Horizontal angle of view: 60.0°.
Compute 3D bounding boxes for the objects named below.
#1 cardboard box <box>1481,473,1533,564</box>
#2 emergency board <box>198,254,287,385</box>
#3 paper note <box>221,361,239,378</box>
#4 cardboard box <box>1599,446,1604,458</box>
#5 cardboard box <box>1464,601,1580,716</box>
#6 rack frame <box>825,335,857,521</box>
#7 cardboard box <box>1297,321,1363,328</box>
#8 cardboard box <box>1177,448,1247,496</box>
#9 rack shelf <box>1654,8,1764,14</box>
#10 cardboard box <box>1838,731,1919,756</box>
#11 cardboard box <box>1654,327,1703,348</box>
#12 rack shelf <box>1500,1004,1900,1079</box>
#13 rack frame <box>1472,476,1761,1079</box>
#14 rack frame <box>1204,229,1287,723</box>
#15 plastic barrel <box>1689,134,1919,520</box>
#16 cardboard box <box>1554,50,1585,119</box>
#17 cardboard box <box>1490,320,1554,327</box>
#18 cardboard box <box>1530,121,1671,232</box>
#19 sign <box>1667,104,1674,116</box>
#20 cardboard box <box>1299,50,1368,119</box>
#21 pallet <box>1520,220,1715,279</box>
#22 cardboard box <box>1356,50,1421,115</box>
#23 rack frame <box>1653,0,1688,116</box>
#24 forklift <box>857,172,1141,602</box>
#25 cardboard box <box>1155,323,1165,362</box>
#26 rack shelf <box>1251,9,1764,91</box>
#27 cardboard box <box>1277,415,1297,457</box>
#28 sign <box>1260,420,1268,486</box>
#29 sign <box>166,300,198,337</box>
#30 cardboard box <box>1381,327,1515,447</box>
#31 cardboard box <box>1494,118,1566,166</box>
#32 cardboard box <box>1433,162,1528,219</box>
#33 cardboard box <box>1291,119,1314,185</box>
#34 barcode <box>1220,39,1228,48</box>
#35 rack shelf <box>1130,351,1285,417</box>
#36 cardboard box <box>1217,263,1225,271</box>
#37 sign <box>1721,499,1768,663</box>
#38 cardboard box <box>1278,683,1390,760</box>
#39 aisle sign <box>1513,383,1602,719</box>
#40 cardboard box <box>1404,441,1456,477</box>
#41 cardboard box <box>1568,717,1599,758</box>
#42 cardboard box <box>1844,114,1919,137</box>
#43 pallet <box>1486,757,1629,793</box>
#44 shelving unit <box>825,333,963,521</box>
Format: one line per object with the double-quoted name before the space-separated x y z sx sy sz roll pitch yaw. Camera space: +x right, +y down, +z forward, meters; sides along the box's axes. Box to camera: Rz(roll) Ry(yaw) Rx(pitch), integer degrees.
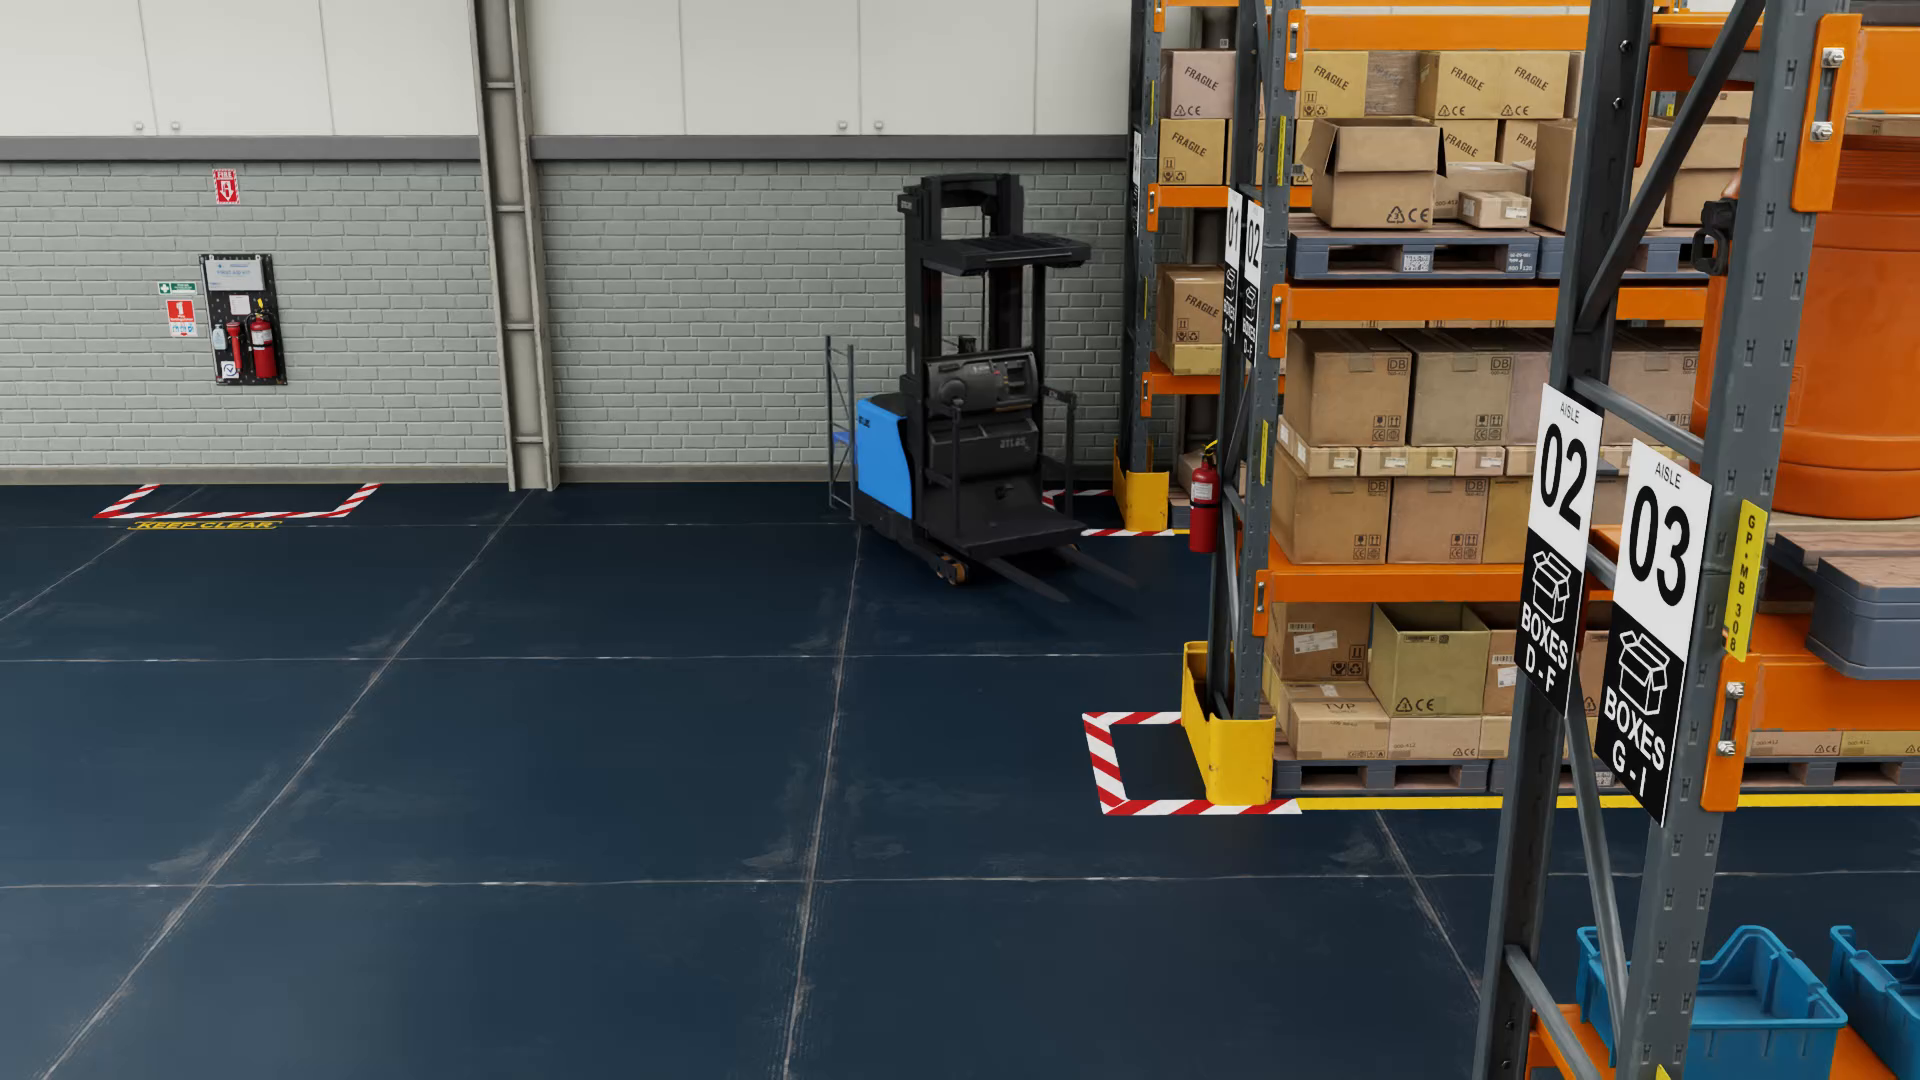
"cardboard box" 3.034 -0.214 9.139 0.500 0.500 0.700 0 18 0
"emergency board" -6.321 -1.914 14.605 0.643 1.169 0.194 0 18 -1
"paper note" -6.499 -1.515 14.802 0.142 0.148 0.016 0 18 -1
"cardboard box" 3.229 -0.463 8.853 0.250 0.149 0.380 -1 18 -2
"cardboard box" 3.085 0.645 9.212 0.500 0.500 0.500 0 18 -1
"rack frame" -1.006 -0.947 14.044 0.032 1.500 0.500 -9 20 -27
"cardboard box" 2.956 -1.882 13.488 0.500 0.500 0.500 -1 18 -3
"cardboard box" 2.157 -0.581 14.130 0.500 0.311 0.500 -2 18 -7
"rack shelf" 7.463 -4.029 13.207 4.000 0.370 1.077 0 18 -1
"cardboard box" 5.085 0.996 9.346 0.500 0.250 0.500 0 18 -1
"cardboard box" 4.095 -0.839 8.964 0.500 0.500 0.700 0 18 -1
"rack shelf" 3.619 1.683 4.569 4.000 0.370 1.077 0 18 -1
"rack frame" 1.620 1.350 4.429 0.127 3.000 1.000 0 18 -1
"rack frame" 1.545 -0.163 9.145 0.127 3.000 1.000 0 18 -1
"plastic barrel" 2.104 -0.524 3.970 0.708 0.830 0.600 0 18 -1
"cardboard box" 4.966 -3.572 13.027 0.500 0.500 0.500 -2 18 -6
"cardboard box" 4.496 -1.890 13.513 0.500 0.500 0.500 0 18 -1
"cardboard box" 3.210 -1.830 8.351 0.500 0.500 0.500 0 18 -1
"sign" 5.479 -3.204 12.868 0.005 0.325 0.100 0 18 -1
"cardboard box" 2.867 -3.558 12.985 0.500 0.500 0.500 0 18 1
"pallet" 3.476 -1.552 8.708 1.213 0.211 1.003 0 18 -1
"cardboard box" 3.432 -3.721 13.493 0.500 0.500 0.500 0 18 -1
"rack frame" 5.463 -4.552 13.006 0.127 3.000 1.000 0 18 -1
"forklift" 0.278 -1.214 12.534 1.130 2.935 3.031 -9 20 -27
"cardboard box" 1.928 -1.676 14.073 0.500 0.250 0.500 0 18 0
"rack shelf" 3.545 -2.496 8.430 4.000 0.370 1.077 0 18 -1
"cardboard box" 1.924 -0.580 9.218 0.250 0.149 0.380 -1 18 -2
"sign" 1.548 -0.444 8.473 0.005 0.325 0.100 0 18 -1
"sign" -6.876 -1.960 14.689 0.234 0.329 0.001 0 18 -1
"cardboard box" 2.591 -0.831 8.941 0.500 0.500 0.700 -1 18 -2
"cardboard box" 4.456 -3.104 13.207 0.500 0.500 0.500 -2 18 -6
"cardboard box" 2.692 -1.873 8.893 0.500 0.250 0.500 0 18 -1
"cardboard box" 2.858 -3.082 13.138 0.500 0.500 0.500 1 18 2
"barcode" 2.165 -4.070 13.631 0.075 0.075 0.001 0 18 -1
"rack shelf" 3.463 -1.343 14.002 4.000 0.370 1.077 0 18 -1
"cardboard box" 2.435 -2.038 13.975 0.500 0.500 0.500 0 18 0
"sign" 1.624 0.085 3.446 0.005 0.325 0.100 0 18 -1
"cardboard box" 2.085 1.012 9.298 0.500 0.250 0.500 0 18 -1
"aisle sign" 1.543 0.021 4.314 0.004 0.787 0.394 0 18 -1
"cardboard box" 2.454 -0.459 8.841 0.250 0.149 0.380 0 18 -1
"cardboard box" 3.585 1.005 9.319 0.500 0.250 0.500 0 18 -1
"cardboard box" 5.037 -2.003 8.890 0.500 0.500 0.500 1 18 4
"pallet" 3.526 1.143 9.638 1.213 0.211 1.003 0 18 -1
"shelving unit" -0.557 -1.020 14.272 1.048 1.500 0.538 -9 20 -27
